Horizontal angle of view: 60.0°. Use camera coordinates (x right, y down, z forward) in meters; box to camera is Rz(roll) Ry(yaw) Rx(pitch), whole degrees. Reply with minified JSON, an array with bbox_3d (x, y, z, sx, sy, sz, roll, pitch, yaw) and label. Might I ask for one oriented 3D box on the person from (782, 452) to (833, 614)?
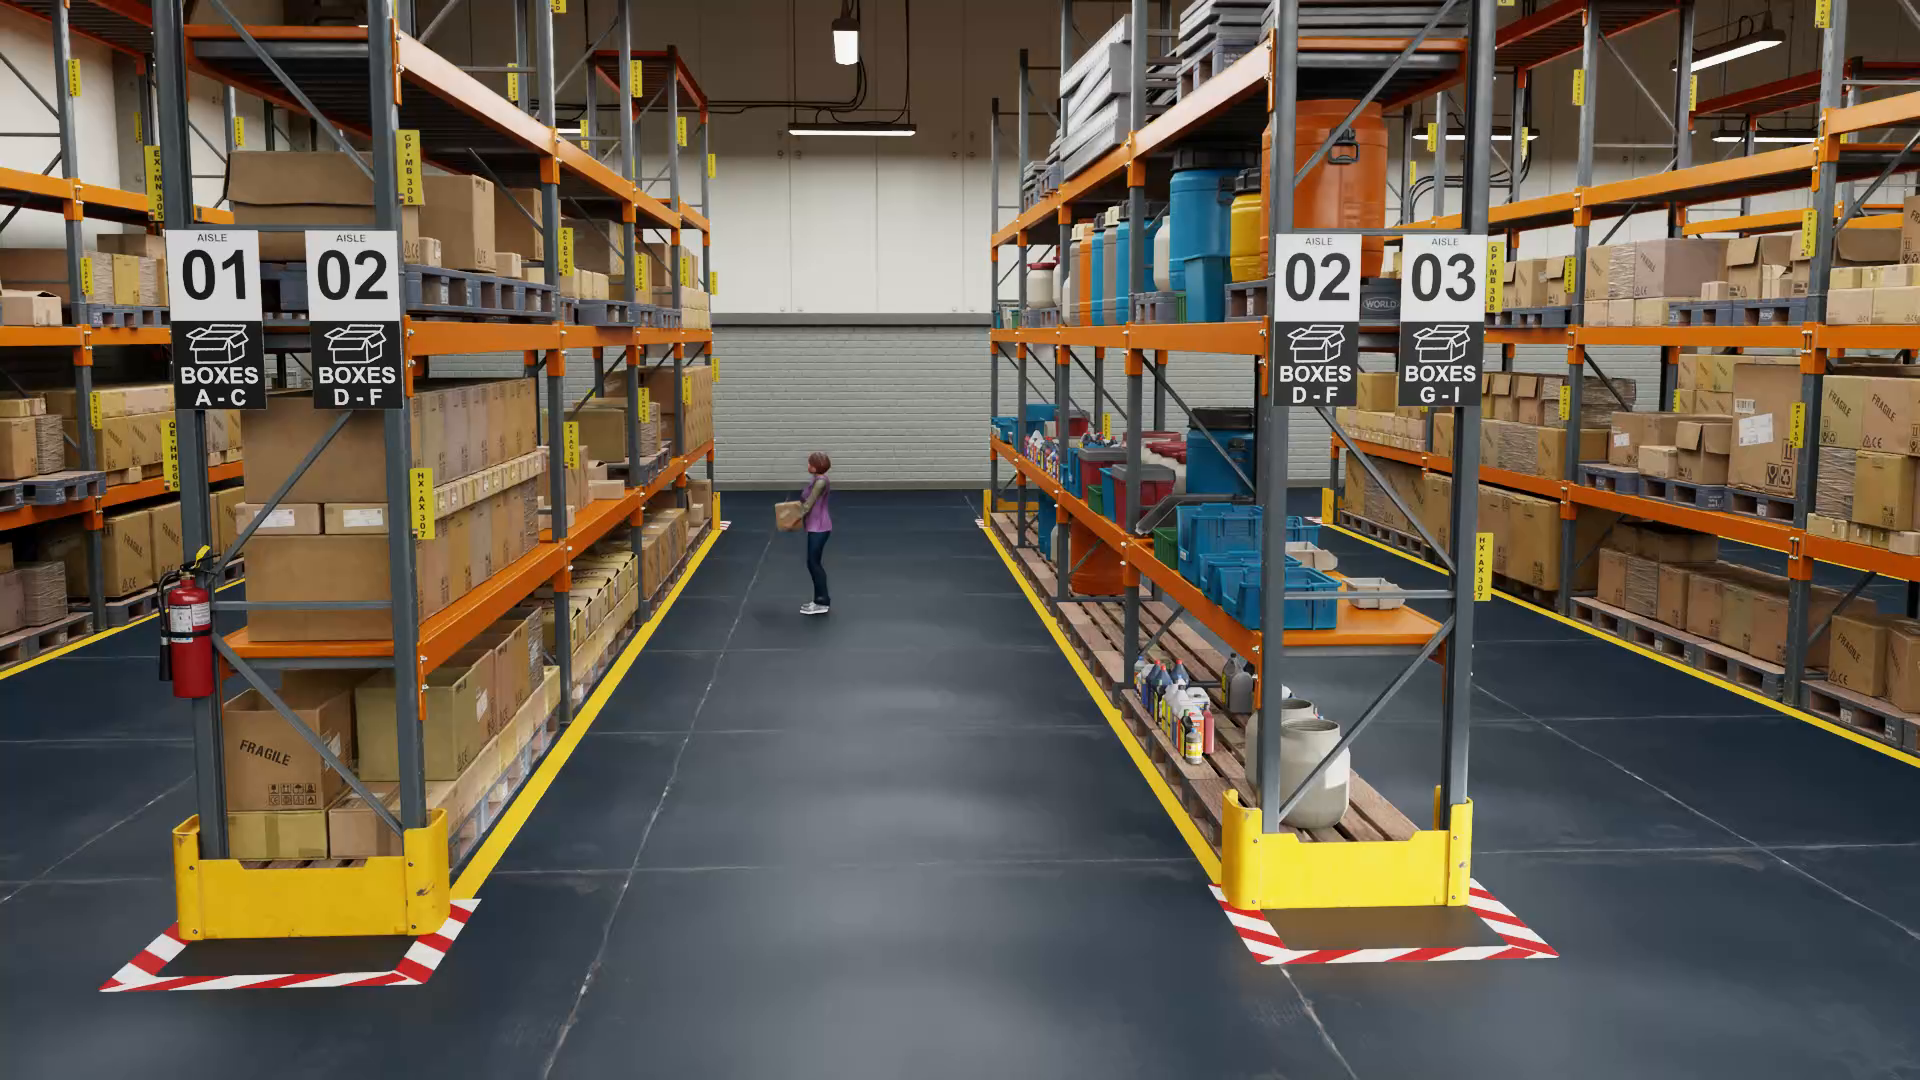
[{"bbox_3d":[-1.501,-0.075,16.420,0.496,1.597,0.397,0,7,-3],"label":"person"}]
